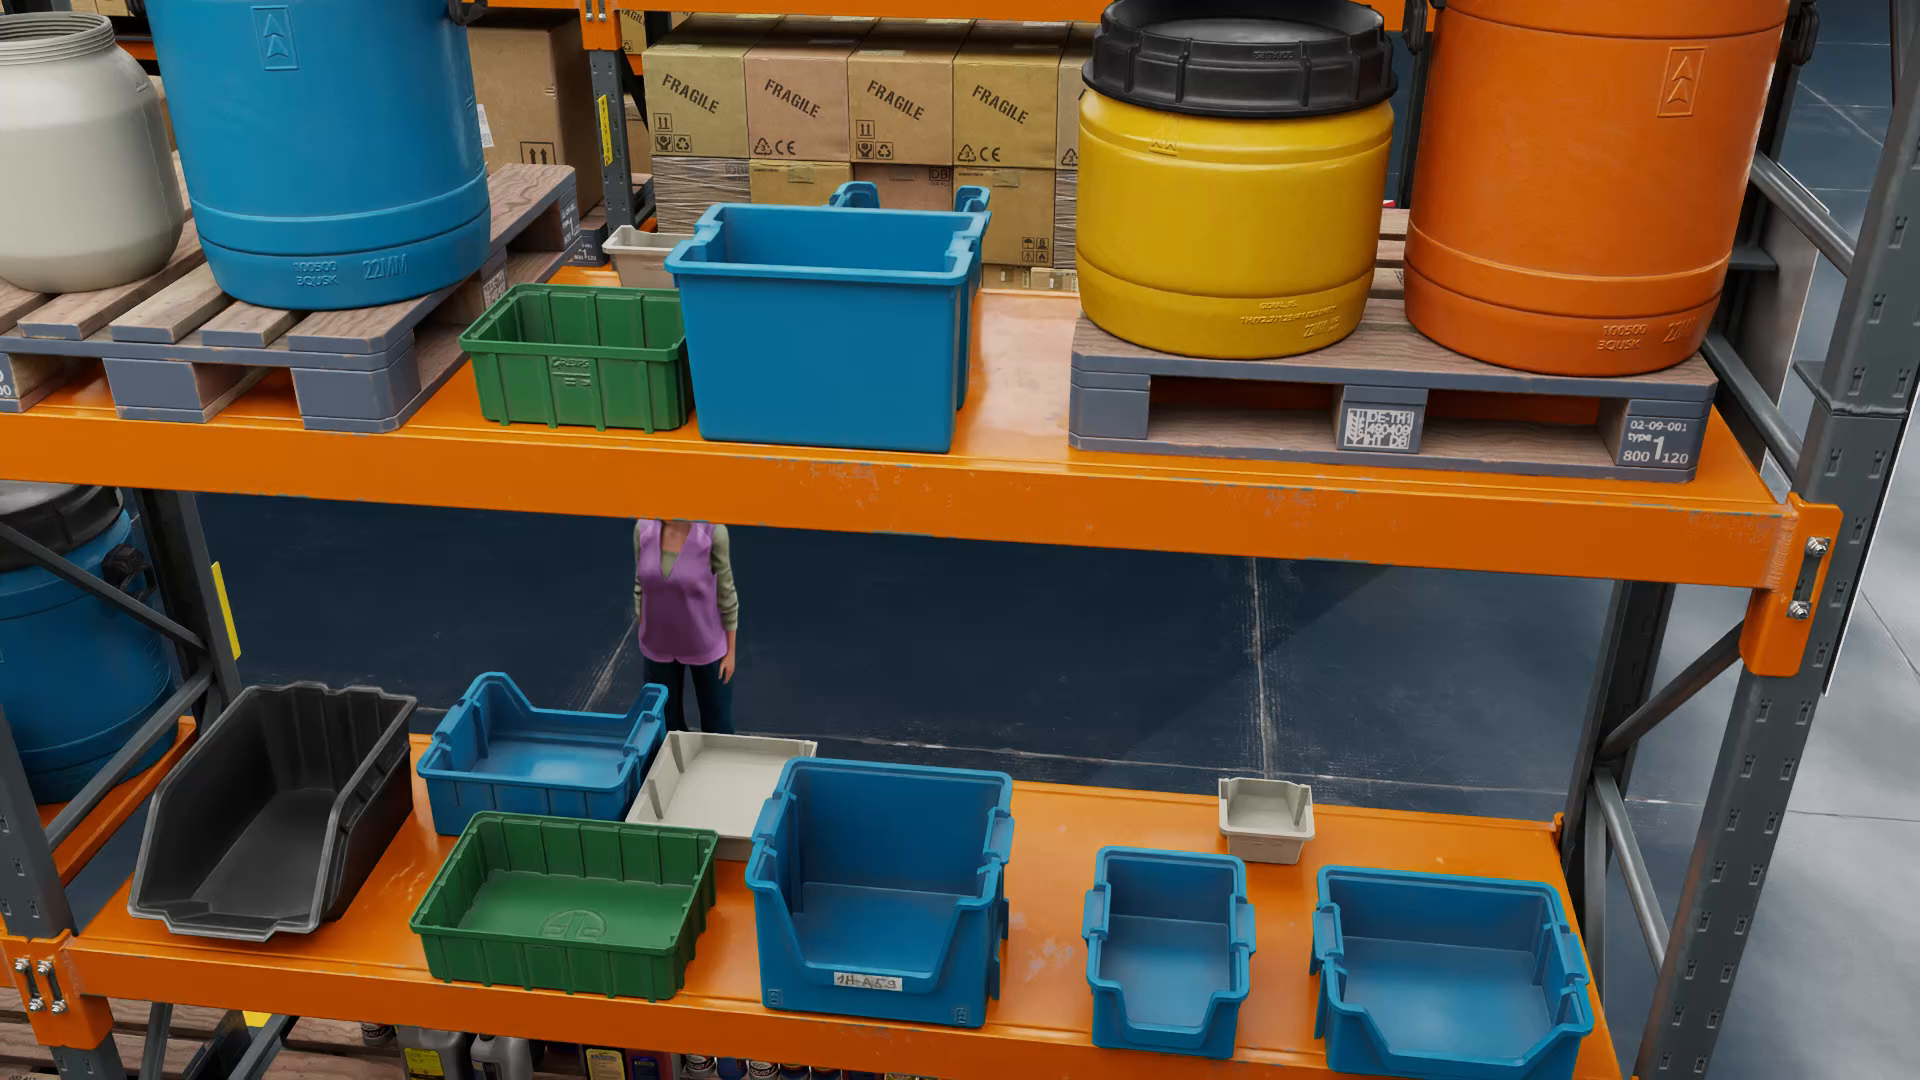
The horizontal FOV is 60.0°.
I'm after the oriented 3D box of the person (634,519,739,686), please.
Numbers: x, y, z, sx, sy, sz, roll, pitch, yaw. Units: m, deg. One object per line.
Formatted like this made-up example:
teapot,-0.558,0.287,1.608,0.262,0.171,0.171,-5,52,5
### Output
person,-1.035,0.421,6.371,0.405,1.598,0.281,4,29,7
